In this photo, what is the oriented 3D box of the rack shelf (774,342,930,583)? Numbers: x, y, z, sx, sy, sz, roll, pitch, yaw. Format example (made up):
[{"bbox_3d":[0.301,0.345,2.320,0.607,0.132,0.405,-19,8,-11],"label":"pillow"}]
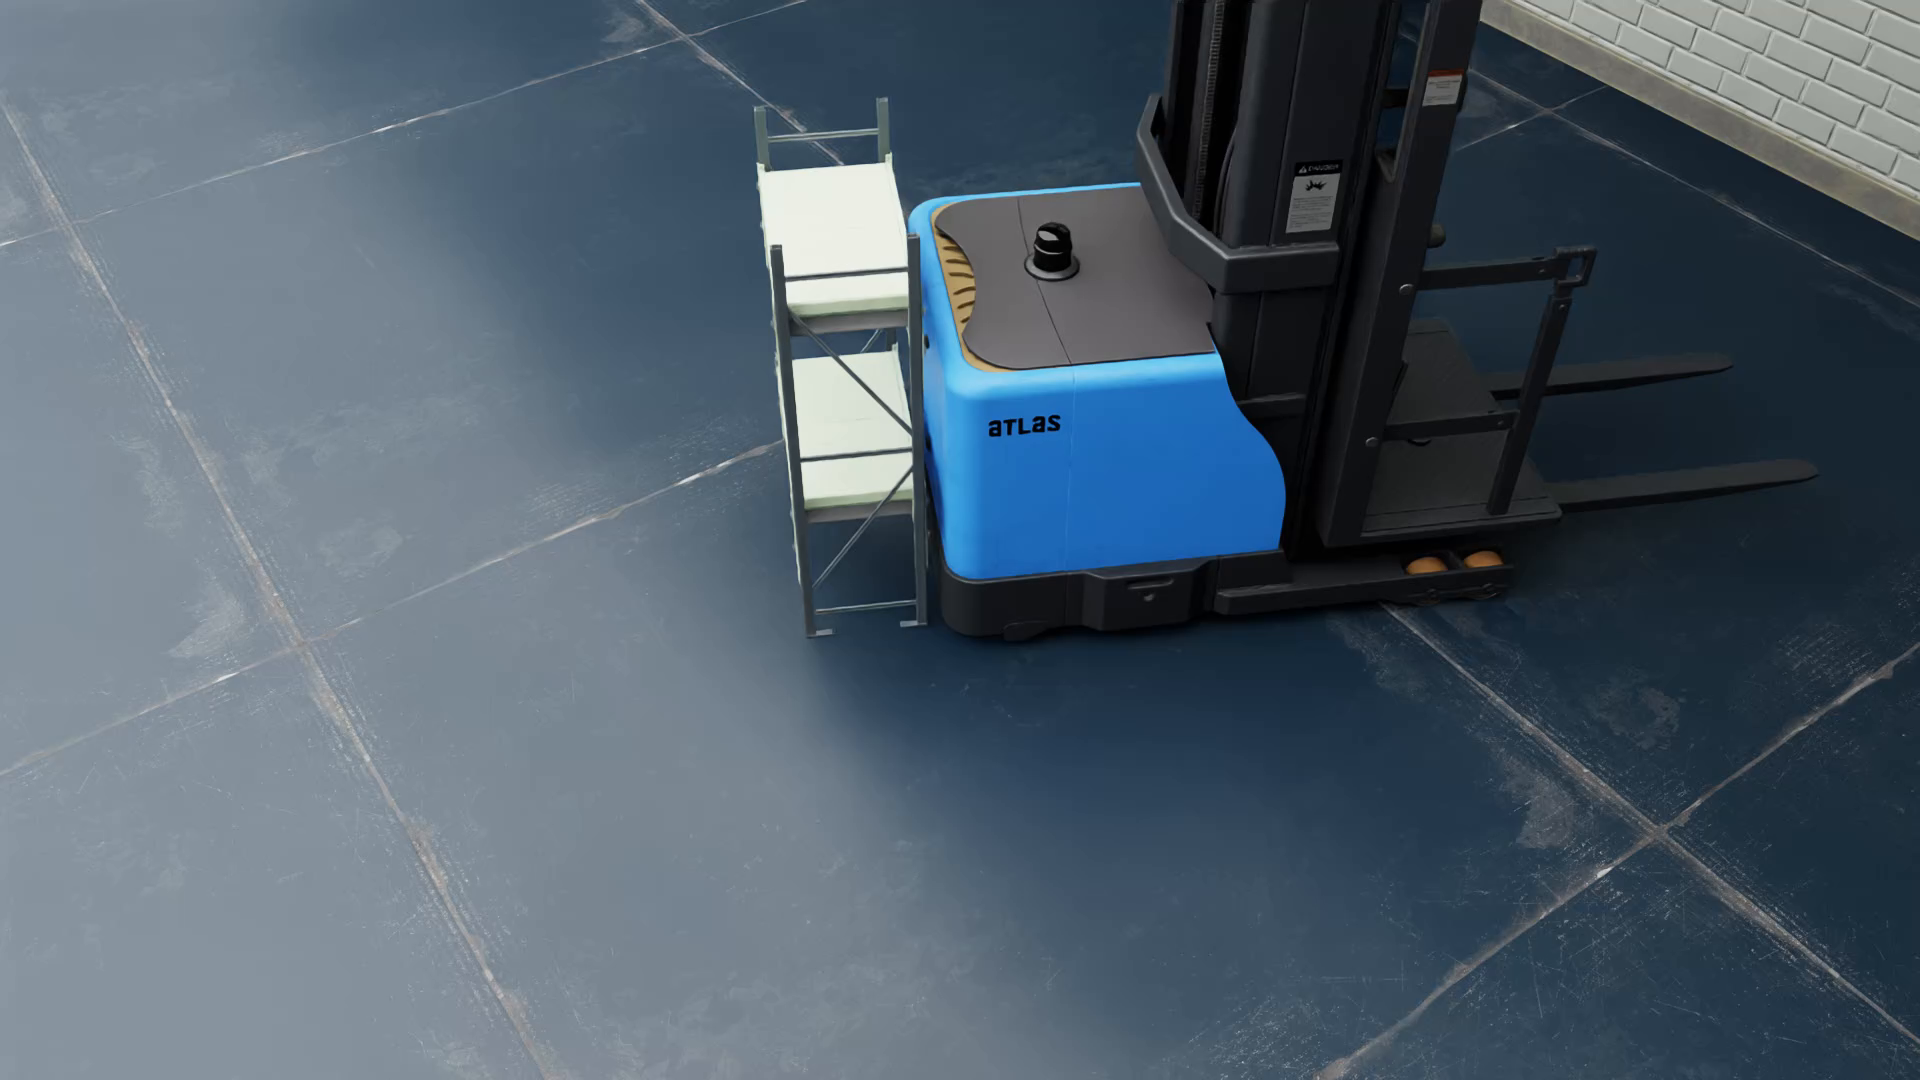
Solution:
[{"bbox_3d":[-0.358,-0.264,5.412,0.431,0.370,0.720,-6,44,-6],"label":"rack shelf"}]

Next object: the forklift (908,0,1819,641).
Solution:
[{"bbox_3d":[1.382,-1.200,4.884,3.031,2.935,1.130,-6,44,-6],"label":"forklift"}]

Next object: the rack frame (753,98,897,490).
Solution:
[{"bbox_3d":[-0.412,-0.750,5.449,0.400,1.500,0.023,-6,44,-6],"label":"rack frame"}]

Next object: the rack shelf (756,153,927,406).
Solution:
[{"bbox_3d":[-0.358,-0.782,4.918,0.431,0.370,0.720,-6,44,-6],"label":"rack shelf"}]

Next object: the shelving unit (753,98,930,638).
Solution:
[{"bbox_3d":[-0.358,-0.500,5.187,0.431,1.500,0.755,-6,44,-6],"label":"shelving unit"}]

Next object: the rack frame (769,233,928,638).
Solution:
[{"bbox_3d":[-0.305,-0.250,4.925,0.400,1.500,0.023,-6,44,-6],"label":"rack frame"}]
